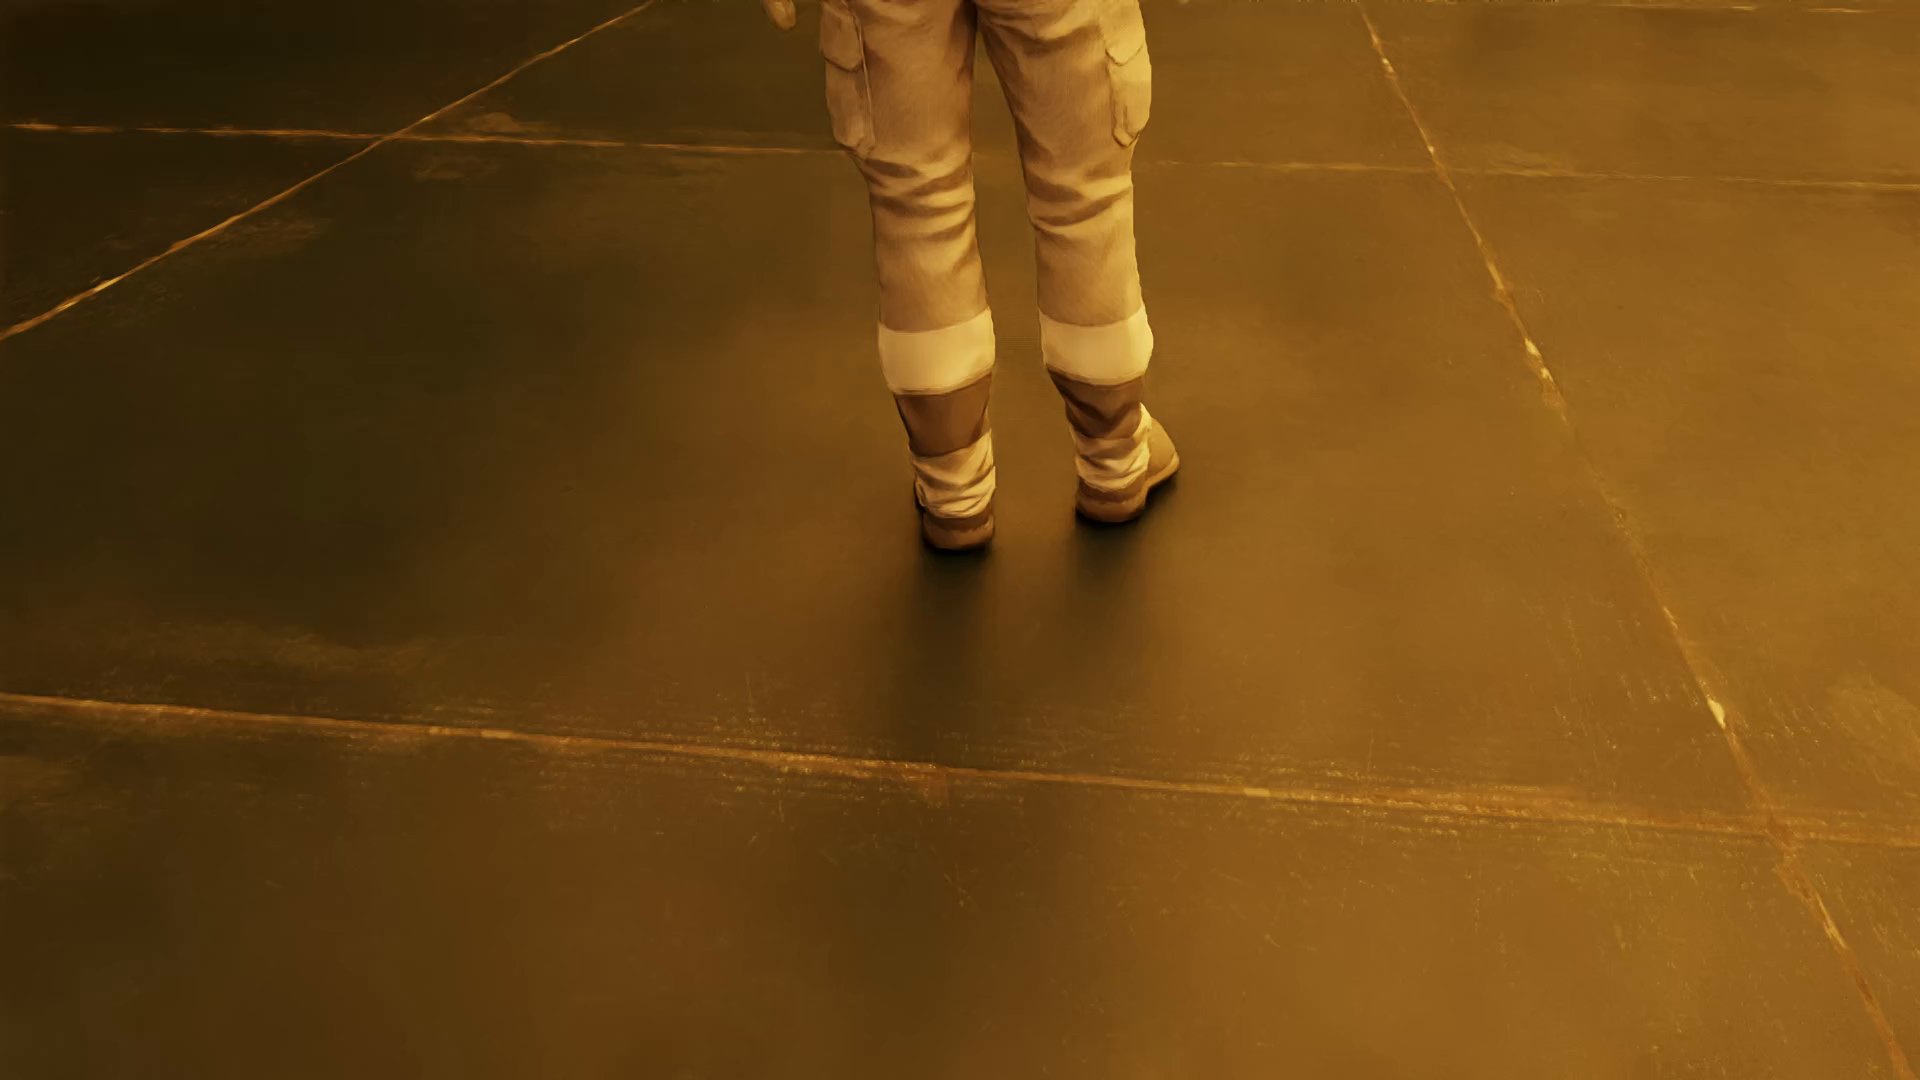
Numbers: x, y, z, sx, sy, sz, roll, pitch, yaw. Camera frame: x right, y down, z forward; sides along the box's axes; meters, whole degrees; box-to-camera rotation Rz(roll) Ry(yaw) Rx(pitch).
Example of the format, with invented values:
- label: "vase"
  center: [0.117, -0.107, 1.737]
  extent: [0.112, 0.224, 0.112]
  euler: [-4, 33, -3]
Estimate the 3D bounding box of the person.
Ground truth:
- label: "person"
  center: [0.023, -0.842, 2.168]
  extent: [0.636, 1.787, 0.561]
  euler: [3, 27, 7]
